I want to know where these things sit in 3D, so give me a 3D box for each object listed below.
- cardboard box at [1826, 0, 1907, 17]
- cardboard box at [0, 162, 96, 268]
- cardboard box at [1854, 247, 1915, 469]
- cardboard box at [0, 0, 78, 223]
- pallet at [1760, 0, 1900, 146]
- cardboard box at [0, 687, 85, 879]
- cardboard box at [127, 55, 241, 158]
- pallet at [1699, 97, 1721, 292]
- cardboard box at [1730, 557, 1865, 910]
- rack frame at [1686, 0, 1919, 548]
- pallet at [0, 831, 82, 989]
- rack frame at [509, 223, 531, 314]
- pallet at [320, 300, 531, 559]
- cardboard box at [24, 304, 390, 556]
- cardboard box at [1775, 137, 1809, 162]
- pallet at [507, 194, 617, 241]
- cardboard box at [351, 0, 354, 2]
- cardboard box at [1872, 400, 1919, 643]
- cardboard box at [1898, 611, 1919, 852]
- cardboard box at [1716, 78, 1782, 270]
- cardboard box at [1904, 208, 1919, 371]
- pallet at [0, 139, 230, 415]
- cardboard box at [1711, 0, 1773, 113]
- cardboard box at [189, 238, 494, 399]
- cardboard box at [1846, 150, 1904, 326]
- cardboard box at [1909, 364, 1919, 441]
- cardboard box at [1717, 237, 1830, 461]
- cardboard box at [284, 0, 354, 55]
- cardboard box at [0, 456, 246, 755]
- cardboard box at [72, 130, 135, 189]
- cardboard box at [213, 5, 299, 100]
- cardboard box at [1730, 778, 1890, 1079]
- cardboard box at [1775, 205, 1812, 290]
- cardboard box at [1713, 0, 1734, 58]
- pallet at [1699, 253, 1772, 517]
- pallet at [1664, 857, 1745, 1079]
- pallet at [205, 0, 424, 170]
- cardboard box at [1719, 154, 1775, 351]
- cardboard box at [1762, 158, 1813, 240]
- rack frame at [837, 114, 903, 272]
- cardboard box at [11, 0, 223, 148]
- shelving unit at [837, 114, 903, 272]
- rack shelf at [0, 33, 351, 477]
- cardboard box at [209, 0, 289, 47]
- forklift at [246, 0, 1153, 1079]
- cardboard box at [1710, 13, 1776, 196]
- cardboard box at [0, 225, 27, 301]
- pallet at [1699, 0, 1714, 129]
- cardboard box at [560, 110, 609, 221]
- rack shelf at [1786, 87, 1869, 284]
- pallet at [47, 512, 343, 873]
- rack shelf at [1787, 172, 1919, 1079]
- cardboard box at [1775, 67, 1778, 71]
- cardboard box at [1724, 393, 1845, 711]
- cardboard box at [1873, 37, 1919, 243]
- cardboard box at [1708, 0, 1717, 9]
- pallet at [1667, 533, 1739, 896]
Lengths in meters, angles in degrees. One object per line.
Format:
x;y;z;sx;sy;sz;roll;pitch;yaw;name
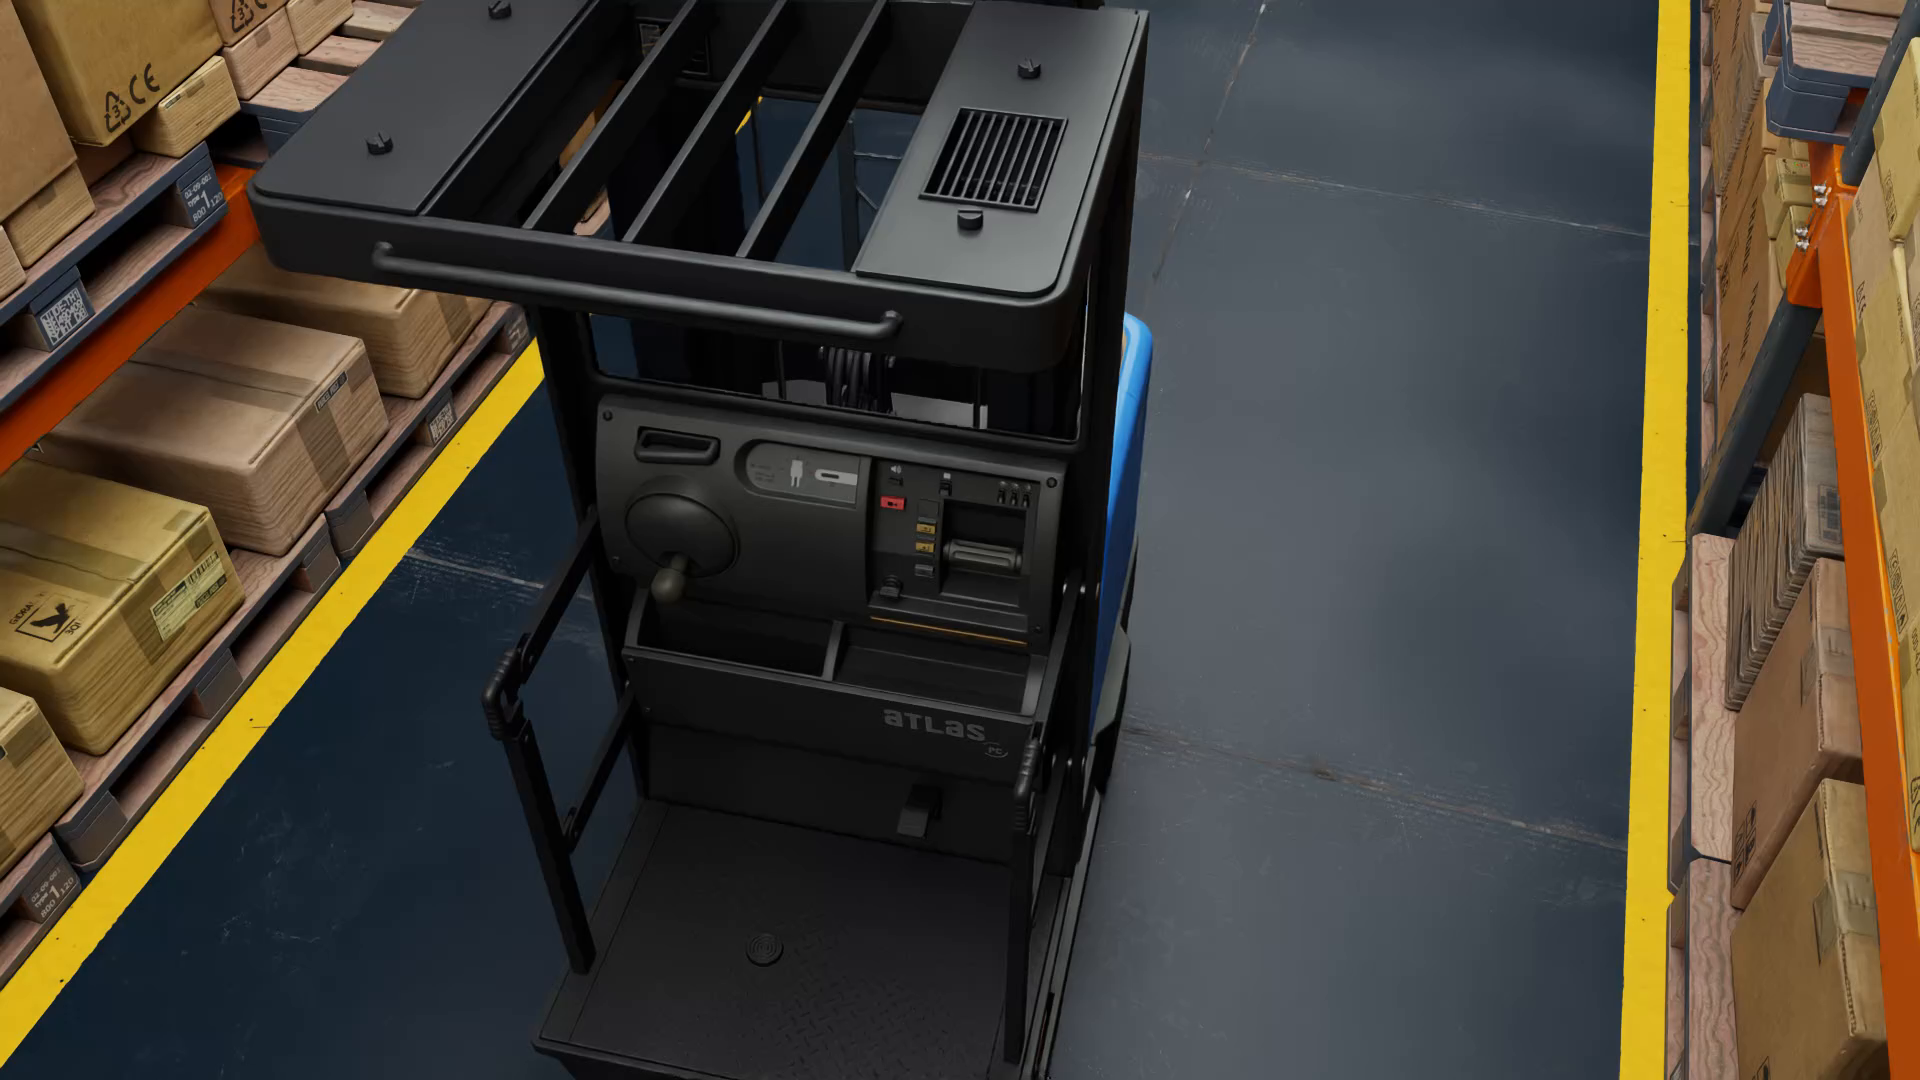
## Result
2.609;-1.562;4.581;0.380;0.149;0.250;13;46;13;cardboard box
-2.224;-0.774;3.776;0.380;0.149;0.250;11;45;11;cardboard box
2.252;-0.351;3.571;0.500;0.250;0.500;12;46;12;cardboard box
-2.292;-0.915;3.456;0.500;0.500;0.500;11;45;11;cardboard box
2.915;-1.381;4.654;1.213;0.211;1.003;13;46;13;pallet
-2.796;0.593;4.077;0.950;0.372;0.625;15;46;15;cardboard box
-2.030;-1.100;4.109;0.380;0.149;0.250;13;46;13;cardboard box
3.410;-1.286;6.414;1.003;0.211;1.213;13;46;13;pallet
2.384;0.566;3.925;0.875;0.625;0.625;14;46;14;cardboard box
2.776;-0.983;4.110;1.000;3.000;0.127;13;46;13;rack frame
-2.933;1.112;3.963;1.003;0.211;1.213;13;46;13;pallet
-1.956;-2.032;5.182;1.000;3.000;0.127;13;46;13;rack frame
-2.194;-0.515;5.625;1.003;0.211;1.213;13;46;13;pallet
-2.352;-0.375;5.067;0.950;0.372;0.625;12;46;12;cardboard box
2.859;-1.209;5.364;0.380;0.149;0.250;11;45;11;cardboard box
-1.645;-1.545;6.678;1.003;0.211;1.213;13;46;13;pallet
-1.843;-1.630;4.650;0.380;0.149;0.250;13;46;13;cardboard box
2.103;-0.006;3.219;0.500;0.250;0.500;11;45;11;cardboard box
1.944;0.339;2.866;0.500;0.250;0.500;14;46;14;cardboard box
3.017;-1.248;5.867;0.500;0.500;0.500;14;46;14;cardboard box
2.256;-0.531;3.397;0.500;0.250;0.500;14;46;14;cardboard box
-2.516;-0.635;3.891;1.003;0.211;1.213;13;46;13;pallet
3.319;-1.942;6.577;0.500;0.500;0.500;11;45;11;cardboard box
-2.136;-0.868;5.571;0.950;0.372;0.625;10;45;10;cardboard box
2.409;-0.685;3.913;0.500;0.250;0.500;13;46;13;cardboard box
2.081;-0.185;3.045;0.500;0.250;0.500;11;46;11;cardboard box
2.699;-0.567;5.172;0.500;0.500;0.500;14;46;14;cardboard box
-1.876;-1.452;4.469;0.380;0.149;0.250;12;46;12;cardboard box
-2.587;0.130;4.551;0.950;0.372;0.625;14;46;14;cardboard box
-2.226;-0.959;3.965;0.380;0.149;0.250;13;46;13;cardboard box
-1.960;-1.286;4.299;0.380;0.149;0.250;11;45;11;cardboard box
2.180;1.015;3.466;0.875;0.625;0.625;11;45;11;cardboard box
2.684;-0.854;5.002;0.380;0.149;0.250;10;45;11;cardboard box
3.475;-2.274;6.916;0.500;0.500;0.500;12;46;12;cardboard box
3.038;-0.476;5.585;1.003;0.211;1.213;13;46;13;pallet
2.118;1.365;3.704;1.003;0.211;1.213;13;46;13;pallet
-2.070;-1.466;4.740;1.213;0.211;1.003;13;46;13;pallet
2.861;-0.898;5.510;0.500;0.500;0.500;12;46;12;cardboard box
2.738;-1.043;5.194;0.380;0.149;0.250;10;45;10;cardboard box
-0.065;-0.496;4.685;0.500;1.500;0.032;9;45;9;rack frame
-2.126;-1.278;3.827;0.500;0.500;0.500;10;45;10;cardboard box
0.046;-0.843;5.039;0.538;1.500;1.048;9;45;9;shelving unit
-2.561;-0.442;4.071;1.077;0.370;4.000;13;46;13;rack shelf
-1.974;-1.615;4.171;0.500;0.500;0.500;12;46;12;cardboard box
-0.309;0.062;3.091;1.130;2.935;3.031;9;45;9;forklift
3.156;-1.598;6.225;0.500;0.500;0.500;11;45;11;cardboard box
-2.277;-0.590;3.588;0.380;0.149;0.250;14;46;14;cardboard box
3.777;-2.102;7.248;1.003;0.211;1.213;13;46;13;pallet
-1.667;-1.865;6.230;0.875;0.875;0.875;12;46;12;cardboard box
3.382;-2.059;5.724;1.077;0.370;4.000;13;46;13;rack shelf
-2.565;0.296;4.797;1.003;0.211;1.213;13;46;13;pallet
2.171;0.607;2.999;1.077;0.370;4.000;13;46;13;rack shelf
3.113;-1.732;5.899;0.380;0.149;0.250;11;45;11;cardboard box
2.574;0.129;4.372;0.875;0.625;0.625;14;46;14;cardboard box
2.385;-0.869;3.743;0.500;0.250;0.500;12;46;12;cardboard box
3.627;-2.631;7.281;0.500;0.500;0.500;14;46;14;cardboard box
2.490;0.554;4.533;1.003;0.211;1.213;13;46;13;pallet
